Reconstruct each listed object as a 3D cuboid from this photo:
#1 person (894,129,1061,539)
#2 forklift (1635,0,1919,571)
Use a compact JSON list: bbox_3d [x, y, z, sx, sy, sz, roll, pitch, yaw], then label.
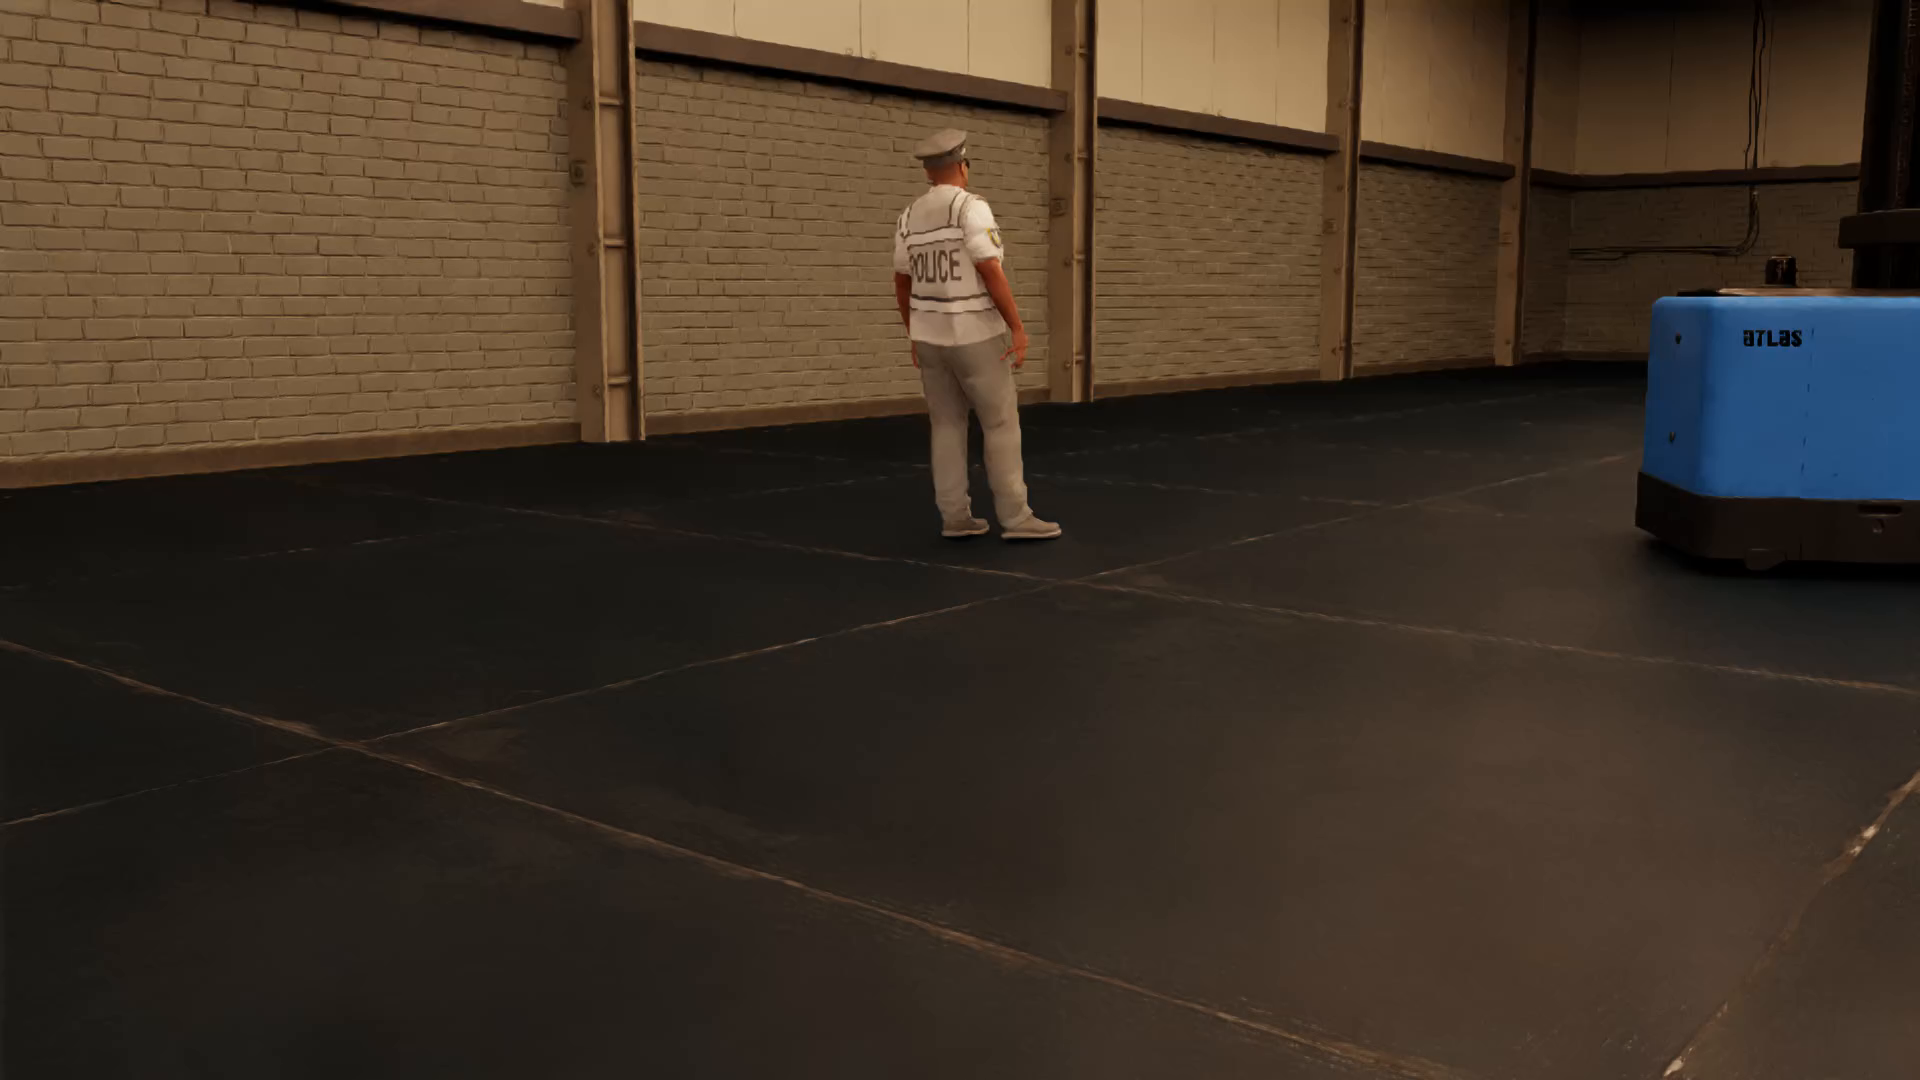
[{"bbox_3d":[0.058,-0.897,7.327,0.640,1.781,0.574,7,11,38],"label":"person"},{"bbox_3d":[4.420,-1.350,6.509,3.031,2.935,1.130,1,8,9],"label":"forklift"}]
